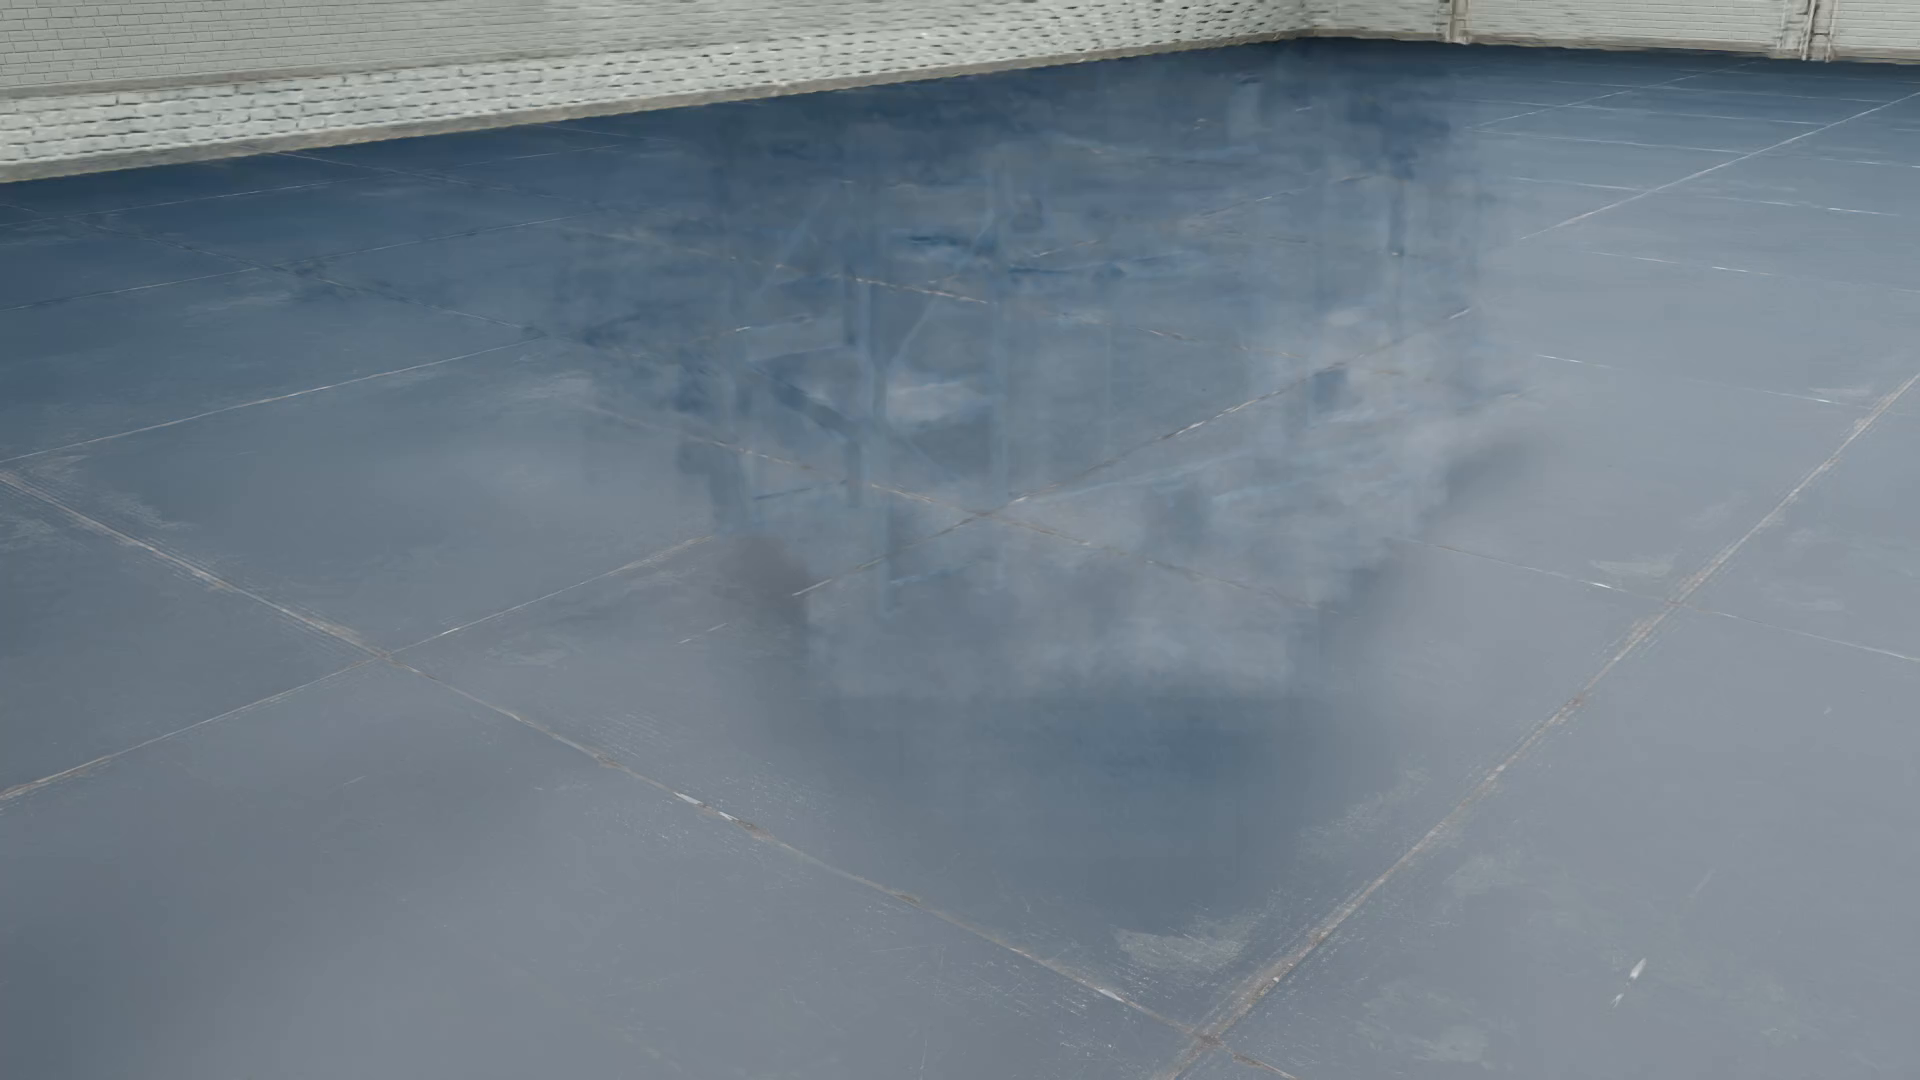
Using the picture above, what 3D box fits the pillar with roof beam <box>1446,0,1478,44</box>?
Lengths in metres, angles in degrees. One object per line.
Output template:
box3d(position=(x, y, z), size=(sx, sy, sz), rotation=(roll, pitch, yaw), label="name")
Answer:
box3d(position=(1.672, -13.721, 29.801), size=(0.400, 9.000, 9.100), rotation=(16, 26, 36), label="pillar with roof beam")

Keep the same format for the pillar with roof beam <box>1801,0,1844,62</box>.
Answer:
box3d(position=(6.320, -12.383, 26.251), size=(0.400, 9.000, 9.100), rotation=(16, 26, 36), label="pillar with roof beam")
